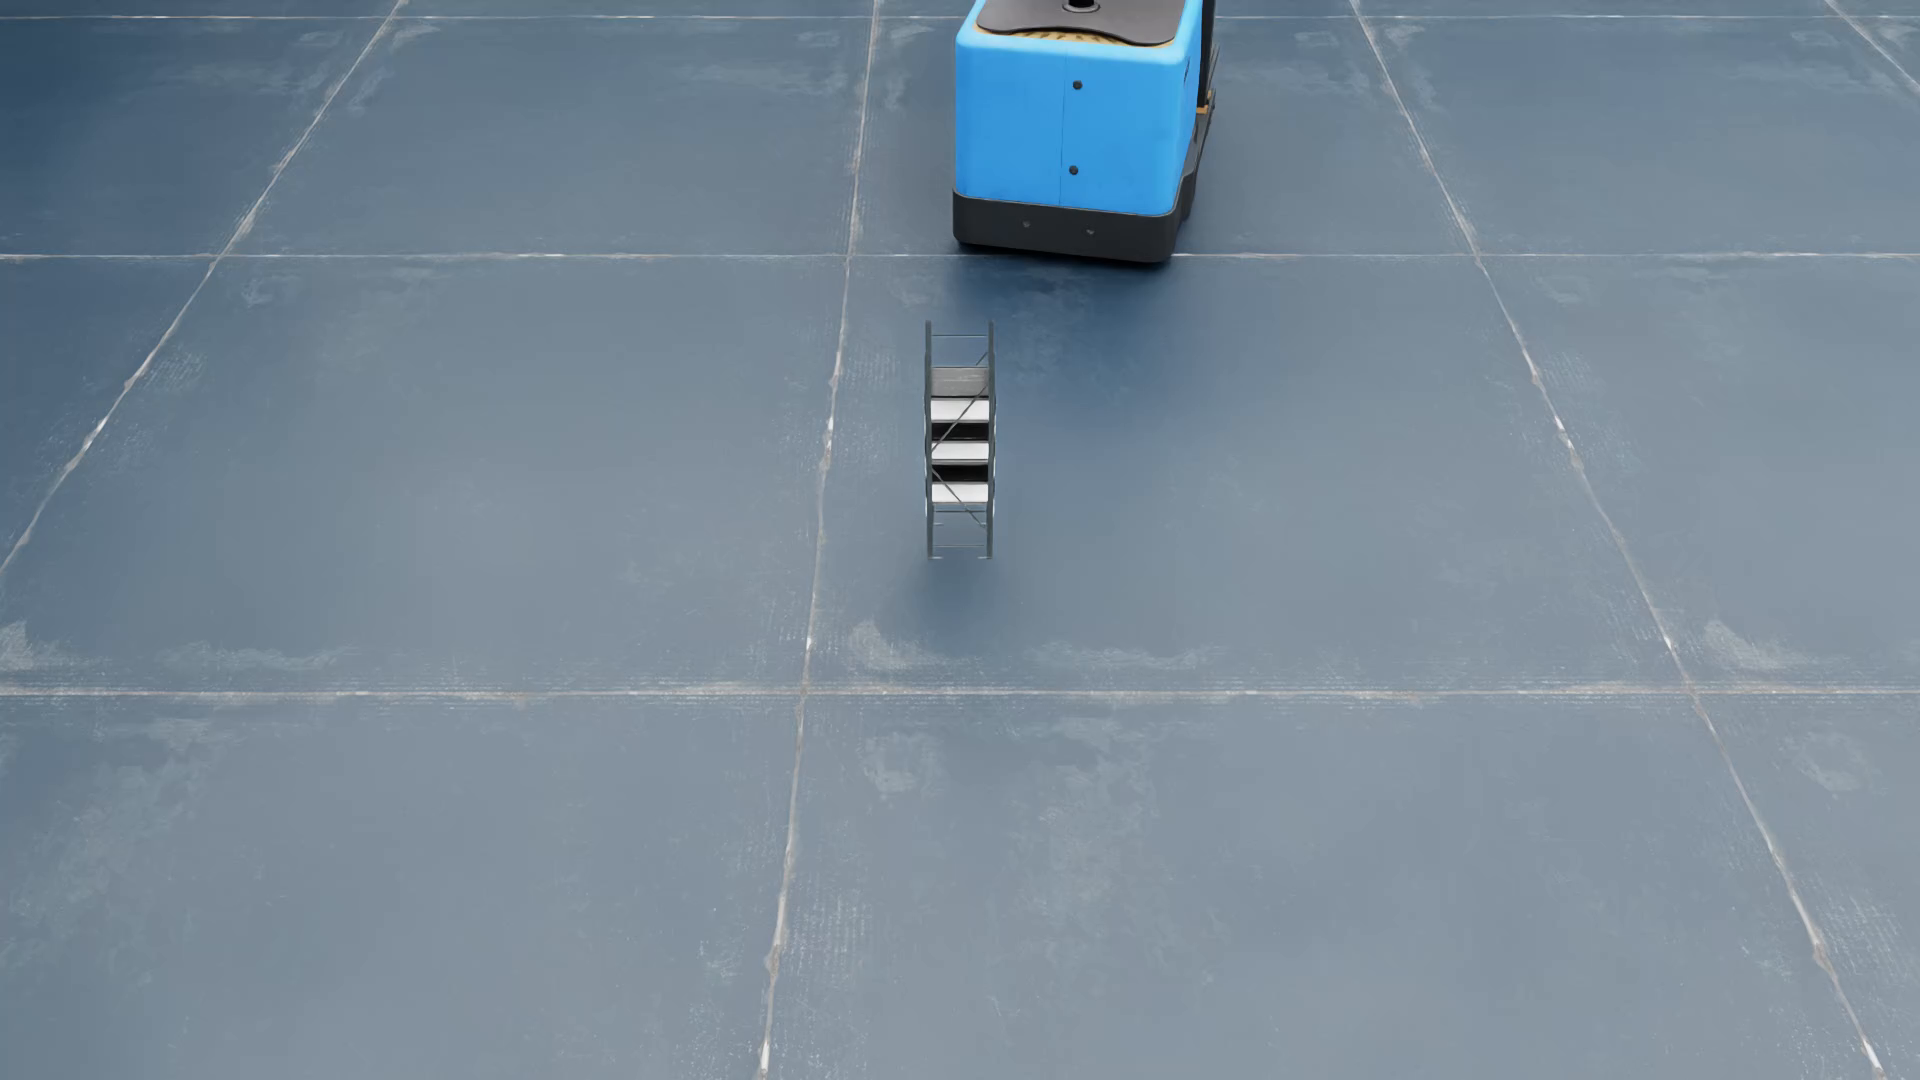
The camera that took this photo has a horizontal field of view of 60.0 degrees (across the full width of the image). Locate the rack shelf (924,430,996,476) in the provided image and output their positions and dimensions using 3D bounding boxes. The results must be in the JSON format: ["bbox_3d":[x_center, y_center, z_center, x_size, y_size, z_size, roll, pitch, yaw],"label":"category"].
[{"bbox_3d":[0.000,-0.320,5.983,0.258,0.077,0.200,0,39,0],"label":"rack shelf"}]

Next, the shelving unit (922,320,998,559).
[{"bbox_3d":[0.000,-0.346,5.962,0.258,0.900,0.210,0,39,0],"label":"shelving unit"}]

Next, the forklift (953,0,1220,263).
[{"bbox_3d":[0.785,-3.360,8.099,1.130,2.935,3.031,8,39,10],"label":"forklift"}]

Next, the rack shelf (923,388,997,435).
[{"bbox_3d":[0.000,-0.461,5.871,0.258,0.077,0.200,0,39,0],"label":"rack shelf"}]

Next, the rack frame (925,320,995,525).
[{"bbox_3d":[0.000,-0.410,6.042,0.240,0.900,0.006,0,39,0],"label":"rack frame"}]

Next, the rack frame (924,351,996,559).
[{"bbox_3d":[0.000,-0.282,5.883,0.240,0.900,0.006,0,39,0],"label":"rack frame"}]

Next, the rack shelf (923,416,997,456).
[{"bbox_3d":[0.000,-0.390,5.927,0.258,0.077,0.200,0,39,0],"label":"rack shelf"}]

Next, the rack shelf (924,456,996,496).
[{"bbox_3d":[0.000,-0.250,6.039,0.258,0.077,0.200,0,39,0],"label":"rack shelf"}]

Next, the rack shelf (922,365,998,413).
[{"bbox_3d":[0.000,-0.531,5.814,0.258,0.077,0.200,0,39,0],"label":"rack shelf"}]

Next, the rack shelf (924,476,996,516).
[{"bbox_3d":[0.000,-0.180,6.096,0.258,0.077,0.200,0,39,0],"label":"rack shelf"}]
